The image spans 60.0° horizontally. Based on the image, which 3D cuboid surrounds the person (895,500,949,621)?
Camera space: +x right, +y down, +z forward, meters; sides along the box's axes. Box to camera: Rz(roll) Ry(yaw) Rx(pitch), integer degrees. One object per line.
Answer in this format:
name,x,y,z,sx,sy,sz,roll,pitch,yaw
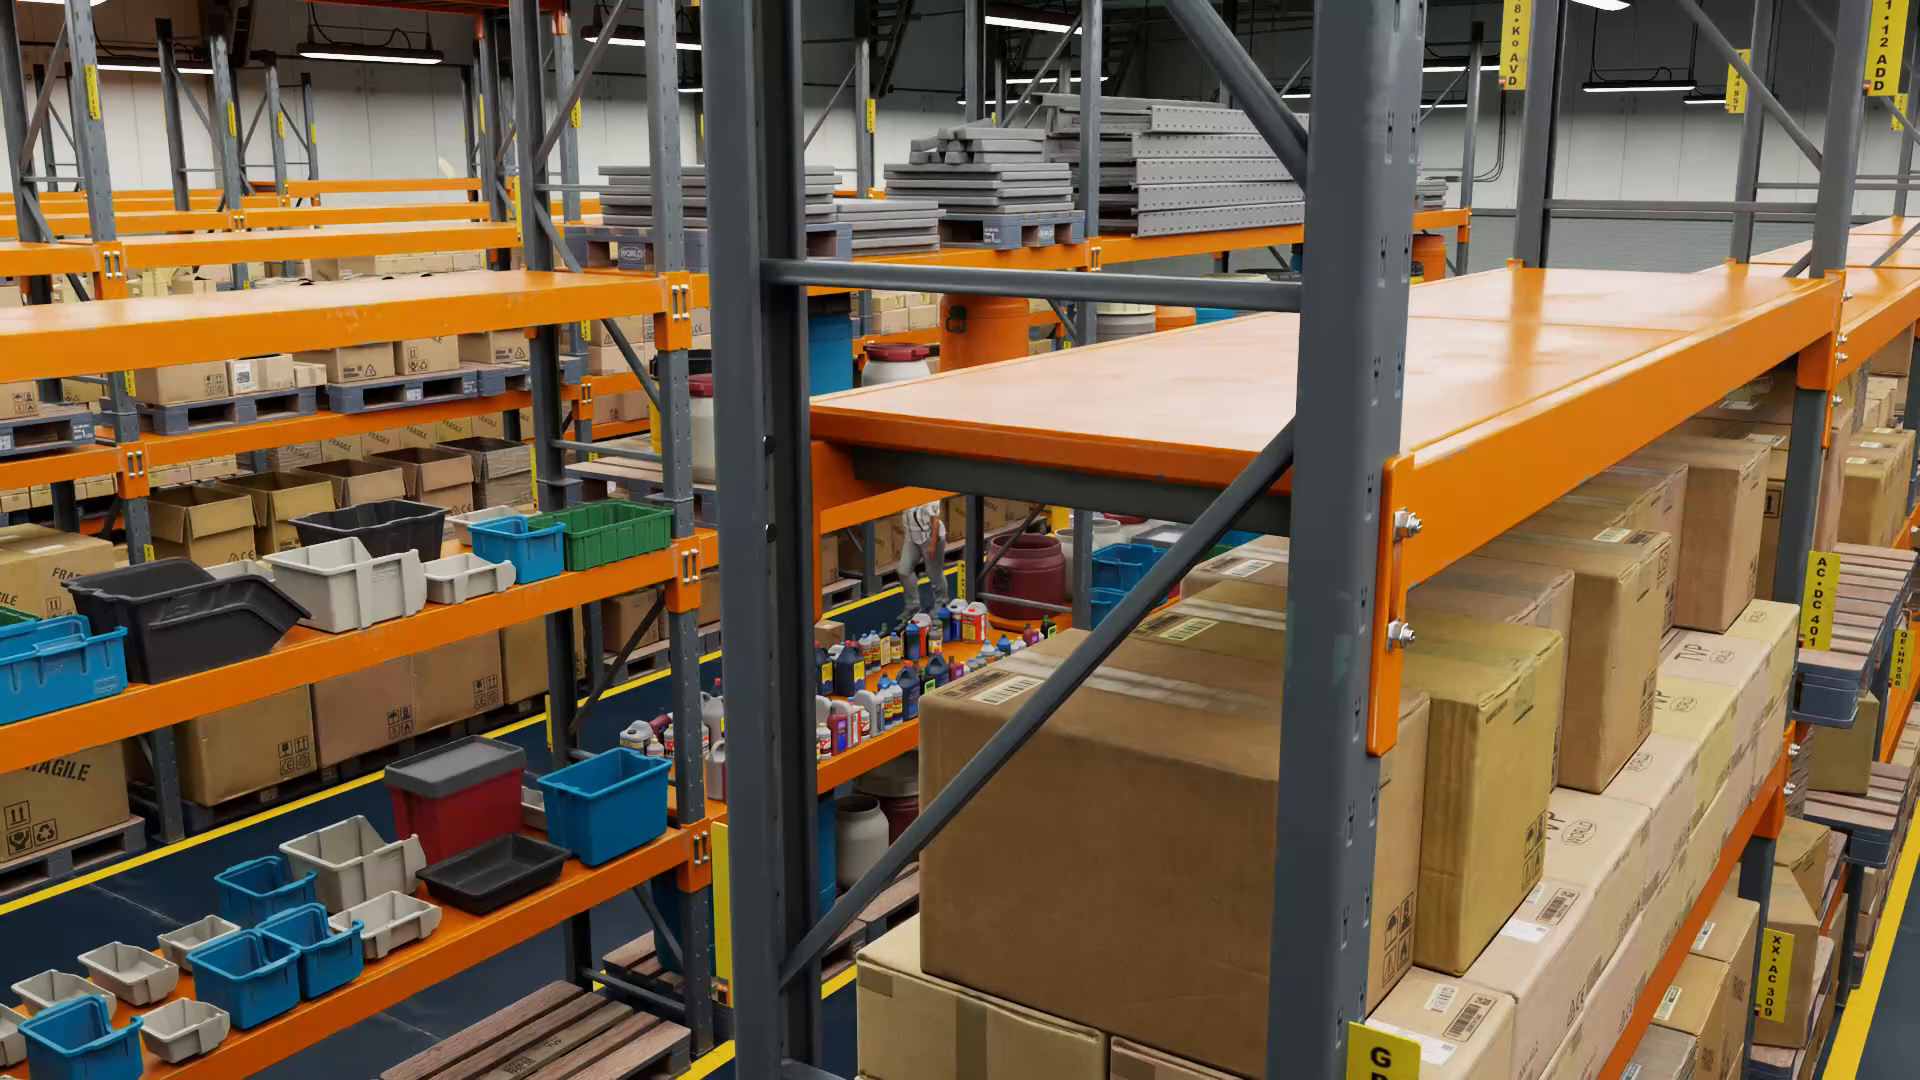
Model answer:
person,-0.348,0.032,16.927,0.560,1.706,0.507,-12,17,-41
